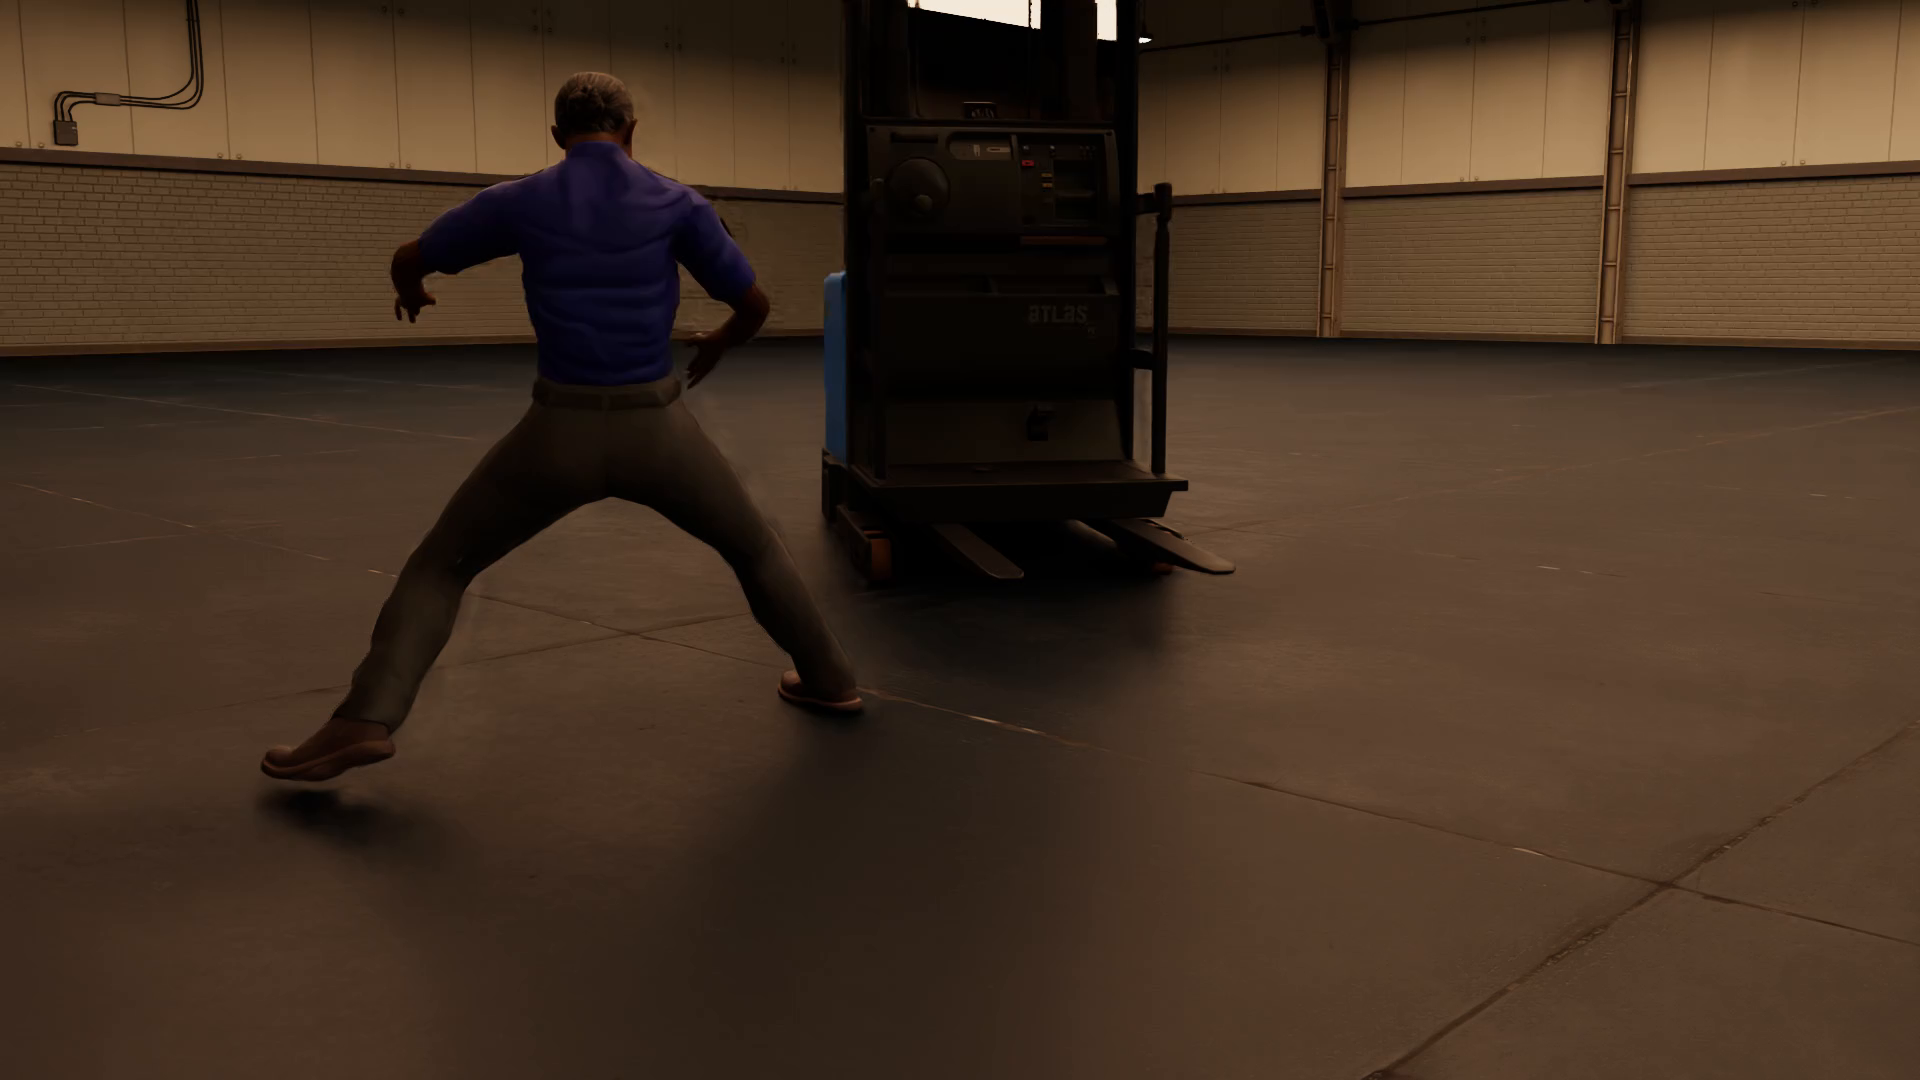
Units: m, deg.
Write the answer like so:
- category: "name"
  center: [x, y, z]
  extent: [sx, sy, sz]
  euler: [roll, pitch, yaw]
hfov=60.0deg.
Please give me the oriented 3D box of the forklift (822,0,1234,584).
- category: "forklift"
  center: [0.162, -1.354, 5.866]
  extent: [1.130, 2.935, 3.031]
  euler: [-2, 9, -10]

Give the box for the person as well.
- category: "person"
  center: [-0.826, -0.265, 3.602]
  extent: [1.253, 1.447, 0.796]
  euler: [-1, 9, -9]
